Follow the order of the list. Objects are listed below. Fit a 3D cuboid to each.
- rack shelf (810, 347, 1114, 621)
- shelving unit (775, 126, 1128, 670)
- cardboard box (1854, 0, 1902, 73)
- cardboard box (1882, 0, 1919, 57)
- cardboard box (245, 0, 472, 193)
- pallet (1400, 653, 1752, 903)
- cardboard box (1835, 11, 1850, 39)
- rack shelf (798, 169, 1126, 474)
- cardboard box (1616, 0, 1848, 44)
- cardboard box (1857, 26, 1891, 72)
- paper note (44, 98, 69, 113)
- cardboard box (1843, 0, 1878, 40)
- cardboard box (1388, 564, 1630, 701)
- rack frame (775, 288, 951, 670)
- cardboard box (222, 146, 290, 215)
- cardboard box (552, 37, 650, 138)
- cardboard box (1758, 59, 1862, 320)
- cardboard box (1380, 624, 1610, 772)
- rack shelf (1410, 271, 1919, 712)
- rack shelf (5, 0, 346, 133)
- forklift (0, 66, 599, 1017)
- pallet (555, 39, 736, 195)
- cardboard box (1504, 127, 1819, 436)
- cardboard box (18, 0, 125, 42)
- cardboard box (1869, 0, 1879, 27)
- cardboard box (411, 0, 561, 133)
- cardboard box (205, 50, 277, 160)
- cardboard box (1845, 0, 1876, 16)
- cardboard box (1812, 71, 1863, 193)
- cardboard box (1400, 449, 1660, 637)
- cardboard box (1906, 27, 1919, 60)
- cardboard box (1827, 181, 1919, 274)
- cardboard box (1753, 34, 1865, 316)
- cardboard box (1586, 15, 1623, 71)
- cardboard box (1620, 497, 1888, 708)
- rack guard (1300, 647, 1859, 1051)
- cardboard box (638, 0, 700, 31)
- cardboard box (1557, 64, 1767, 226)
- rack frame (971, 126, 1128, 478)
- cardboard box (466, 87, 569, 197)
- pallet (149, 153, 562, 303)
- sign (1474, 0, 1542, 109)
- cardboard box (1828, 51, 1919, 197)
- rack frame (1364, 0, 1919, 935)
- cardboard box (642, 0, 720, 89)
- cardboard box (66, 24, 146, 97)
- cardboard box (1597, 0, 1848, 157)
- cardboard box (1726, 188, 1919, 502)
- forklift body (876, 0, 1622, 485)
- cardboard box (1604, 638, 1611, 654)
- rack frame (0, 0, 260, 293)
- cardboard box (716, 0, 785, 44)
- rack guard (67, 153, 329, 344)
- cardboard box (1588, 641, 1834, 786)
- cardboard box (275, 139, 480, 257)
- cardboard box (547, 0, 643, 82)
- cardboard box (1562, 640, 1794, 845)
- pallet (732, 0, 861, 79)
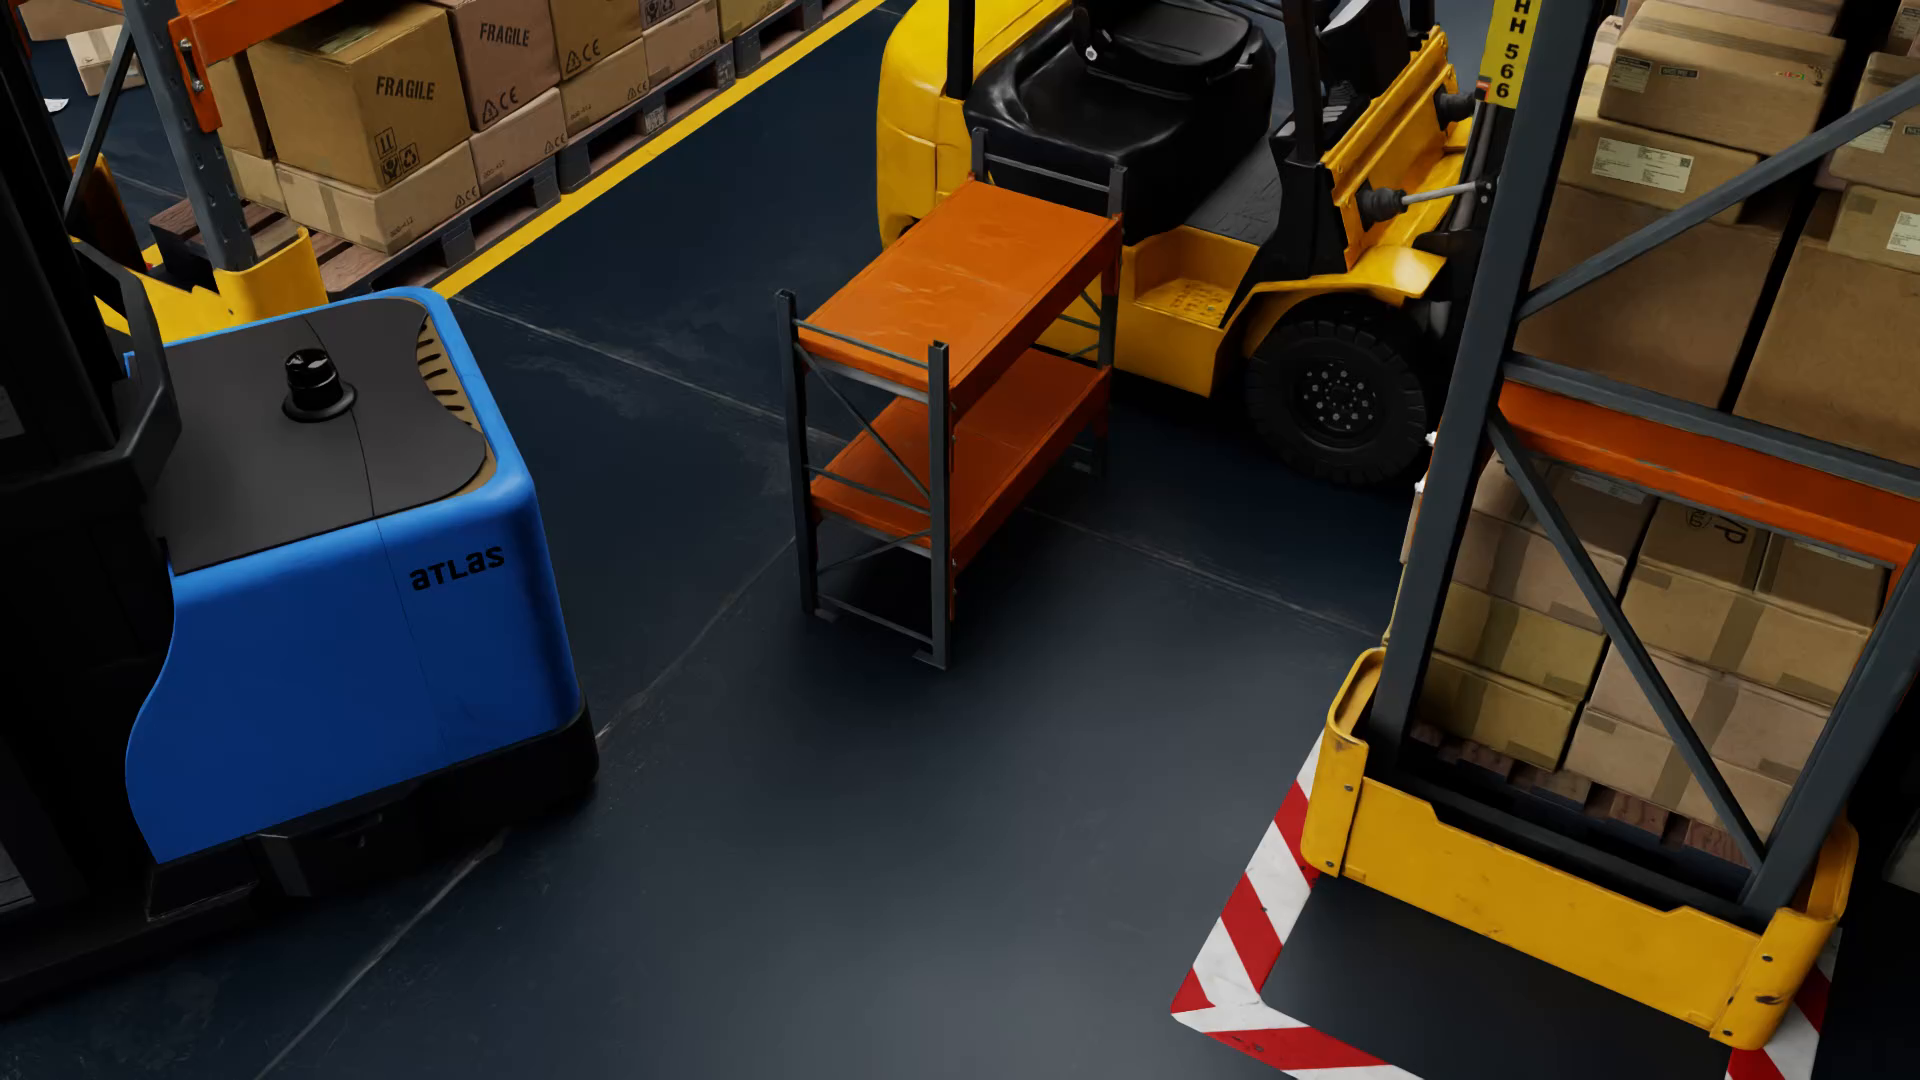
[{"bbox_3d":[0.003,-0.243,5.044,0.538,0.278,1.000,21,45,22],"label":"rack shelf"},{"bbox_3d":[0.003,-0.426,4.883,0.538,1.125,1.048,21,45,22],"label":"shelving unit"},{"bbox_3d":[2.444,-1.043,4.090,0.500,0.500,0.500,20,45,22],"label":"cardboard box"},{"bbox_3d":[2.099,-1.028,3.356,0.380,0.149,0.250,22,46,23],"label":"cardboard box"},{"bbox_3d":[-2.179,-1.650,6.049,0.500,0.500,0.500,19,45,21],"label":"cardboard box"},{"bbox_3d":[1.812,0.375,4.664,1.003,0.211,1.213,21,45,22],"label":"pallet"},{"bbox_3d":[1.816,-1.214,3.792,0.380,0.149,0.250,21,45,22],"label":"cardboard box"},{"bbox_3d":[0.003,-0.646,4.689,0.538,0.278,1.000,21,45,22],"label":"rack shelf"},{"bbox_3d":[1.559,-1.038,3.368,0.380,0.149,0.250,21,46,22],"label":"cardboard box"},{"bbox_3d":[2.061,-0.914,3.452,0.380,0.149,0.250,20,45,21],"label":"cardboard box"},{"bbox_3d":[-4.084,-1.944,7.434,0.148,0.019,0.142,7,42,8],"label":"paper note"},{"bbox_3d":[2.009,-1.213,4.282,0.500,0.500,0.500,20,45,21],"label":"cardboard box"},{"bbox_3d":[1.439,0.085,4.268,0.500,0.250,0.500,20,45,22],"label":"cardboard box"},{"bbox_3d":[-0.251,-0.135,4.552,0.500,1.125,0.032,21,45,22],"label":"rack frame"},{"bbox_3d":[-2.650,-1.550,6.503,0.500,0.250,0.500,21,45,22],"label":"cardboard box"},{"bbox_3d":[-1.666,-1.961,6.970,0.500,0.250,0.500,24,47,25],"label":"cardboard box"},{"bbox_3d":[2.196,-0.754,3.761,0.500,0.500,0.500,22,46,23],"label":"cardboard box"},{"bbox_3d":[1.428,0.281,4.424,0.500,0.250,0.500,21,46,22],"label":"cardboard box"},{"bbox_3d":[2.467,-1.094,4.767,1.077,0.370,4.000,21,45,22],"label":"rack shelf"},{"bbox_3d":[-1.833,-2.733,6.629,1.077,0.370,4.000,21,45,22],"label":"rack shelf"},{"bbox_3d":[-2.520,-0.271,3.340,3.031,2.935,1.130,-18,45,-20],"label":"forklift"},{"bbox_3d":[-1.747,-2.005,7.367,1.003,0.211,1.213,21,45,22],"label":"pallet"},{"bbox_3d":[1.485,-0.626,3.615,0.500,0.500,0.500,20,45,21],"label":"cardboard box"},{"bbox_3d":[-4.146,-2.765,8.008,0.797,0.503,0.637,-7,42,-7],"label":"cardboard box"},{"bbox_3d":[2.521,-1.785,4.931,0.500,0.500,0.500,20,45,22],"label":"cardboard box"},{"bbox_3d":[-1.921,-1.951,6.391,0.500,0.500,0.500,19,45,21],"label":"cardboard box"},{"bbox_3d":[-2.658,-1.811,6.232,0.500,0.500,0.500,21,46,22],"label":"cardboard box"},{"bbox_3d":[1.856,-1.315,3.682,0.380,0.149,0.250,21,46,22],"label":"cardboard box"},{"bbox_3d":[1.929,-0.771,3.290,0.380,0.149,0.250,21,45,22],"label":"cardboard box"},{"bbox_3d":[1.426,-0.087,4.086,0.500,0.250,0.500,22,46,23],"label":"cardboard box"},{"bbox_3d":[2.006,-0.865,3.171,0.380,0.149,0.250,22,46,23],"label":"cardboard box"},{"bbox_3d":[1.860,-0.609,3.105,0.380,0.149,0.250,20,45,21],"label":"cardboard box"},{"bbox_3d":[1.753,-0.919,3.949,0.500,0.500,0.500,22,46,23],"label":"cardboard box"},{"bbox_3d":[1.499,-0.948,3.490,0.380,0.149,0.250,22,46,23],"label":"cardboard box"},{"bbox_3d":[1.870,0.067,3.910,0.500,0.250,0.500,20,45,21],"label":"cardboard box"},{"bbox_3d":[1.454,0.732,4.040,1.175,0.500,0.348,21,45,22],"label":"rack guard"},{"bbox_3d":[-1.403,-2.544,7.064,0.500,0.500,0.500,23,46,24],"label":"cardboard box"},{"bbox_3d":[1.397,-0.792,3.313,0.380,0.149,0.250,22,46,23],"label":"cardboard box"},{"bbox_3d":[0.258,-0.717,5.213,0.500,1.125,0.032,21,45,22],"label":"rack frame"},{"bbox_3d":[-1.928,-1.644,6.610,0.500,0.250,0.500,23,46,24],"label":"cardboard box"},{"bbox_3d":[-2.358,-1.309,6.577,1.003,0.211,1.213,21,45,22],"label":"pallet"},{"bbox_3d":[1.003,-0.930,2.982,0.100,0.325,0.005,21,45,22],"label":"sign"},{"bbox_3d":[1.819,-0.734,3.022,0.380,0.149,0.250,20,45,21],"label":"cardboard box"},{"bbox_3d":[1.466,-0.220,3.230,1.000,3.000,0.127,21,45,22],"label":"rack frame"},{"bbox_3d":[-1.411,-2.249,7.297,0.500,0.250,0.500,22,46,23],"label":"cardboard box"},{"bbox_3d":[-3.927,-2.207,7.643,0.250,0.149,0.380,-21,45,-22],"label":"cardboard box"},{"bbox_3d":[1.463,-0.887,3.196,0.380,0.149,0.250,21,46,22],"label":"cardboard box"},{"bbox_3d":[1.954,-0.449,3.414,0.500,0.500,0.500,22,46,23],"label":"cardboard box"},{"bbox_3d":[0.835,-1.589,5.427,2.313,2.155,1.214,21,45,22],"label":"forklift body"},{"bbox_3d":[1.685,0.000,4.743,0.500,0.250,0.500,21,45,22],"label":"cardboard box"},{"bbox_3d":[-2.833,-1.859,5.091,1.000,3.000,0.127,21,45,22],"label":"rack frame"},{"bbox_3d":[-1.153,-2.538,7.625,0.500,0.250,0.500,20,45,21],"label":"cardboard box"},{"bbox_3d":[-2.795,-0.964,5.967,1.175,0.500,0.348,21,45,22],"label":"rack guard"},{"bbox_3d":[1.881,0.267,4.062,0.500,0.250,0.500,22,46,23],"label":"cardboard box"},{"bbox_3d":[-2.190,-1.355,6.282,0.500,0.250,0.500,21,45,22],"label":"cardboard box"},{"bbox_3d":[-1.663,-2.235,6.714,0.500,0.500,0.500,22,46,23],"label":"cardboard box"},{"bbox_3d":[1.881,0.438,4.245,0.500,0.250,0.500,21,46,22],"label":"cardboard box"},{"bbox_3d":[-1.137,-2.705,8.162,1.003,0.211,1.213,21,45,22],"label":"pallet"}]
